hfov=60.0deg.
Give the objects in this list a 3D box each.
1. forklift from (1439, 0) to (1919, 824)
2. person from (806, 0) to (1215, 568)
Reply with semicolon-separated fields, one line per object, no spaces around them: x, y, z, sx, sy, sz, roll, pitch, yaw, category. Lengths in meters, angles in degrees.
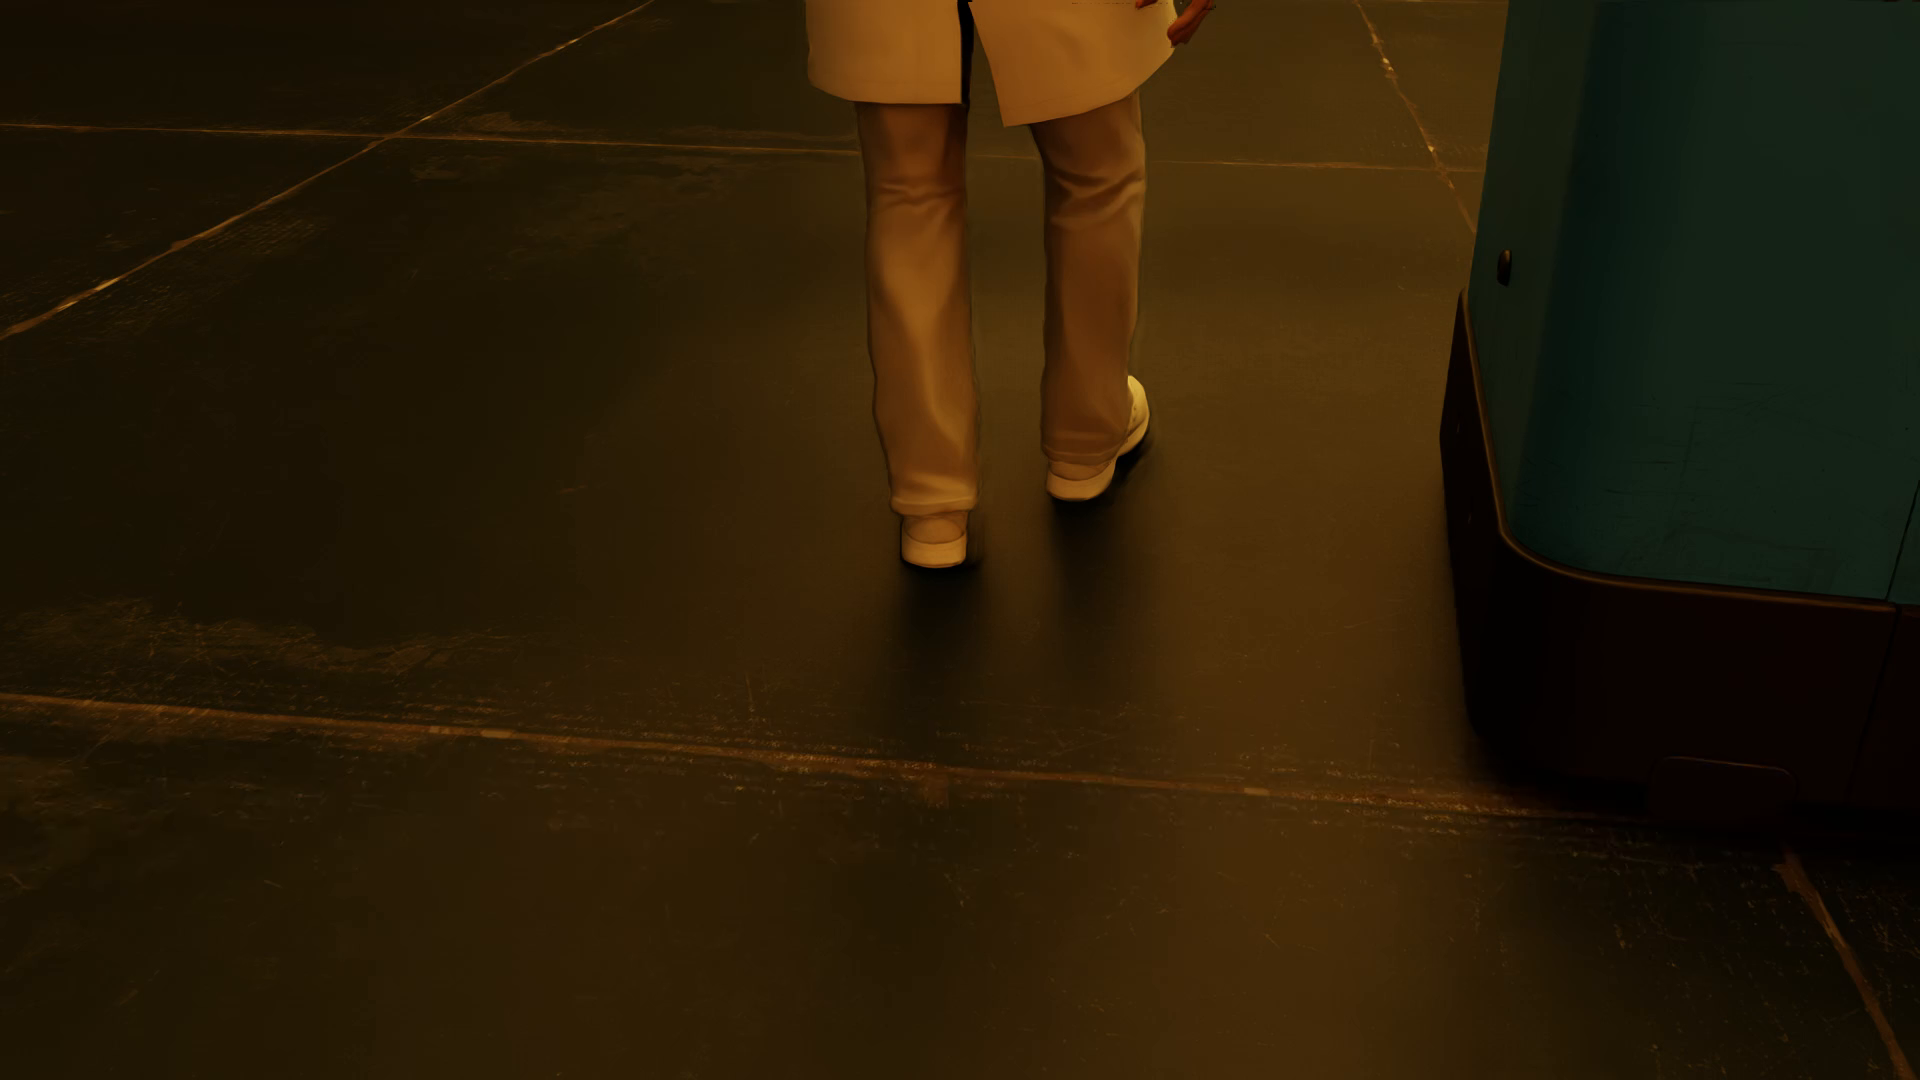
2.160;-1.084;1.389;3.031;2.935;1.130;6;27;11;forklift
0.017;-0.877;2.291;0.752;1.764;0.657;5;27;10;person
